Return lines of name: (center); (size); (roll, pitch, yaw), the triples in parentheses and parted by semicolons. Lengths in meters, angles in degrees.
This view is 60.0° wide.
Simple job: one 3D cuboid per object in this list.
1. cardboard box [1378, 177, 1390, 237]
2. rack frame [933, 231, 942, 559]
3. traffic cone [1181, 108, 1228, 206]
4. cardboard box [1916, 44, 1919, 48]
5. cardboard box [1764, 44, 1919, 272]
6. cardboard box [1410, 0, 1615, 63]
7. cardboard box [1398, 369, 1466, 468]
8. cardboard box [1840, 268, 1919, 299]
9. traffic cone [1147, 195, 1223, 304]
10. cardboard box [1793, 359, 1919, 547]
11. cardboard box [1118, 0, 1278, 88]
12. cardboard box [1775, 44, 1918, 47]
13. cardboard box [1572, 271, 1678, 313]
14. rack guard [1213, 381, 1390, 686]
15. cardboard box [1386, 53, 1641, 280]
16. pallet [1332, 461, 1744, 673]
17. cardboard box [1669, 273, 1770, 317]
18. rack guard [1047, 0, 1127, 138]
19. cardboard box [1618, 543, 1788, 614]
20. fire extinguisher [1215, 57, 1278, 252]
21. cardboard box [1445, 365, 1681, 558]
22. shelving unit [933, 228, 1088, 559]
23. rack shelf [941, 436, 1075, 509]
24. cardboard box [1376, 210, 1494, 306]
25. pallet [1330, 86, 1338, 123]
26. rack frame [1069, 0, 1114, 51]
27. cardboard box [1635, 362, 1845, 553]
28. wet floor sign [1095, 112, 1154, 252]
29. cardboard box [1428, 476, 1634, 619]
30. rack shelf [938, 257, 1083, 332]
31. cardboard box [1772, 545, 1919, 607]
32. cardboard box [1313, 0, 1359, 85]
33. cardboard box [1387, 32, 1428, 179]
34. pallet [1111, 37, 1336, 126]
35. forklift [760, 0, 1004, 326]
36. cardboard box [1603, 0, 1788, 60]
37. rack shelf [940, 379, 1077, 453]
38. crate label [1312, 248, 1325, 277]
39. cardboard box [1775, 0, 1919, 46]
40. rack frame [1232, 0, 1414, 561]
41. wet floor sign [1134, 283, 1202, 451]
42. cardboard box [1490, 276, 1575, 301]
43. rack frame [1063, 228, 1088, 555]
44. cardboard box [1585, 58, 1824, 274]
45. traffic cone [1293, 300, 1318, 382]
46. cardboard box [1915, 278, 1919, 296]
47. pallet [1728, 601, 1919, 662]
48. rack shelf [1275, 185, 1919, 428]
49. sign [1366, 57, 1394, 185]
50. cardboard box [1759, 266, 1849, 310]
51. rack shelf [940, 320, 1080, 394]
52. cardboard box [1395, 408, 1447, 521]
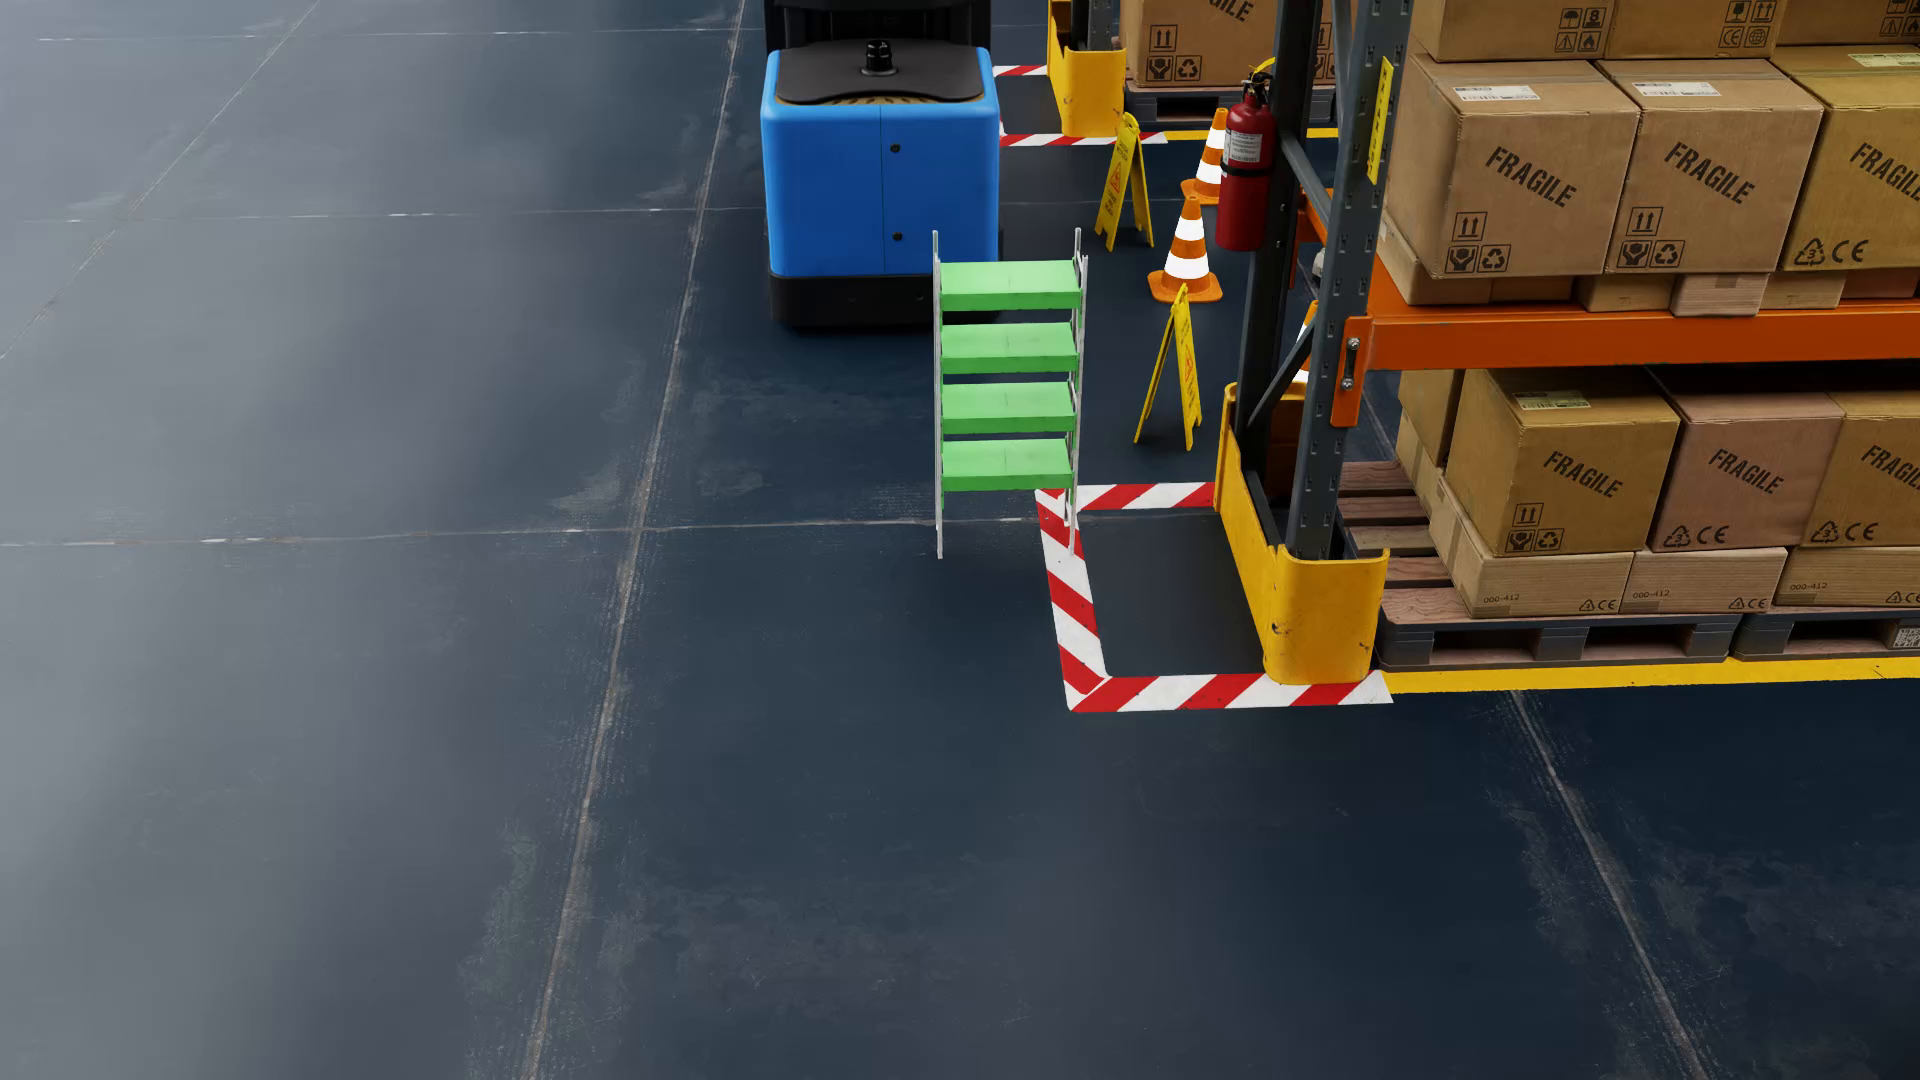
cardboard box: (1.468, -1.110, 5.439); (0.250, 0.149, 0.380); (0, 35, -1)
rack frame: (-0.079, -0.491, 5.905); (0.015, 1.200, 0.240); (-2, 35, -2)
traffic cone: (1.367, -2.057, 8.815); (0.334, 0.463, 0.336); (-2, 35, -2)
cardboard box: (3.125, -1.149, 4.925); (0.500, 0.500, 0.500); (-2, 35, -3)
cardboard box: (2.617, -1.131, 4.899); (0.500, 0.500, 0.500); (-2, 35, -3)
cardboard box: (1.605, -1.794, 4.979); (0.500, 0.500, 0.700); (-2, 35, -3)
cardboard box: (1.893, -0.602, 5.872); (0.500, 0.500, 0.500); (-1, 35, -2)
cardboard box: (2.748, -0.894, 5.127); (0.250, 0.149, 0.380); (0, 35, -1)
traffic cone: (1.081, -1.405, 7.874); (0.334, 0.463, 0.336); (-2, 35, -2)
cardboard box: (2.971, -0.323, 5.469); (0.500, 0.500, 0.500); (-1, 35, -1)
cardboard box: (1.444, -3.248, 9.805); (0.875, 0.875, 0.875); (-1, 35, -2)
cardboard box: (2.634, -1.439, 5.344); (0.500, 0.500, 0.500); (-2, 35, -2)
cardboard box: (1.974, -0.846, 5.057); (0.250, 0.149, 0.380); (-3, 35, -4)
rack guard: (1.181, -0.056, 5.892); (0.348, 0.500, 1.175); (-2, 35, -2)
cardboard box: (1.591, -1.100, 4.855); (0.500, 0.500, 0.500); (-2, 35, -3)
pallet: (1.994, 0.061, 5.976); (1.213, 0.211, 1.003); (-2, 35, -2)
cardboard box: (2.230, -0.827, 5.029); (0.250, 0.149, 0.380); (-1, 35, -1)
rack guard: (0.745, -2.864, 9.950); (0.348, 0.500, 1.175); (-2, 35, -2)
cardboard box: (2.434, 0.002, 5.658); (0.500, 0.250, 0.500); (0, 35, -1)
fire extinguisher: (0.968, -1.309, 5.573); (0.183, 0.674, 0.296); (-2, 35, -2)
cardboard box: (1.947, -0.298, 5.433); (0.500, 0.500, 0.500); (-3, 35, -4)
shelving unit: (0.165, -0.498, 5.915); (0.503, 1.200, 0.258); (-2, 35, -2)
rack shelf: (0.165, -0.248, 6.088); (0.480, 0.148, 0.258); (-2, 35, -2)
cardboard box: (1.454, -0.870, 5.092); (0.250, 0.149, 0.380); (-1, 35, -2)
pallet: (2.780, -2.843, 10.173); (1.213, 0.211, 1.003); (-2, 35, -2)
rack frame: (0.769, -3.893, 9.239); (0.127, 3.000, 1.000); (-2, 35, -2)
cardboard box: (2.469, -0.314, 5.457); (0.500, 0.500, 0.500); (-3, 35, -4)
wet floor sign: (0.834, -1.799, 8.282); (0.232, 0.644, 0.267); (-7, 35, -10)
cardboard box: (1.923, 0.012, 5.645); (0.500, 0.250, 0.500); (-2, 35, -3)
rack shelf: (0.165, -0.840, 5.678); (0.480, 0.148, 0.258); (-2, 35, -2)
cardboard box: (2.978, -0.020, 5.690); (0.500, 0.250, 0.500); (1, 35, 1)
cardboard box: (2.322, -3.273, 9.841); (0.875, 0.875, 0.875); (-2, 35, -3)
cardboard box: (1.634, -1.417, 5.312); (0.500, 0.500, 0.500); (-2, 35, -3)
pallet: (1.564, -2.812, 10.128); (1.213, 0.211, 1.003); (-2, 35, -2)
forklift: (-0.407, -2.984, 7.985); (1.130, 2.935, 3.031); (-2, 35, -2)
cardboard box: (2.110, -1.804, 4.993); (0.500, 0.500, 0.700); (-1, 35, -2)
rack shelf: (0.165, -0.445, 5.951); (0.480, 0.148, 0.258); (-2, 35, -2)
crate label: (1.863, -1.328, 8.048); (0.298, 0.136, 0.250); (-20, 39, -26)
cardboard box: (2.615, -1.876, 5.097); (0.500, 0.500, 0.700); (-2, 35, -3)
rack frame: (1.105, -1.082, 5.177); (0.127, 3.000, 1.000); (-2, 35, -2)
wet floor sign: (0.864, -0.717, 6.719); (0.232, 0.644, 0.267); (10, 36, 14)
cardboard box: (1.705, -0.885, 5.114); (0.250, 0.149, 0.380); (-1, 35, -2)
rack frame: (0.409, -0.504, 5.924); (0.015, 1.200, 0.240); (-2, 35, -2)
cardboard box: (2.108, -1.116, 4.878); (0.500, 0.500, 0.500); (-1, 35, -1)
traffic cone: (1.473, -0.784, 6.976); (0.334, 0.463, 0.336); (-2, 35, -2)
cardboard box: (3.012, -0.884, 5.113); (0.250, 0.149, 0.380); (-2, 35, -3)
pallet: (3.209, 0.030, 6.022); (1.213, 0.211, 1.003); (-2, 35, -2)
rack shelf: (3.102, -0.840, 5.460); (4.000, 0.370, 1.077); (-2, 35, -2)
sign: (1.130, -1.129, 4.485); (0.005, 0.325, 0.100); (-2, 35, -2)
cardboard box: (2.487, -0.853, 5.067); (0.250, 0.149, 0.380); (-1, 35, -1)
rack shelf: (0.165, -0.643, 5.815); (0.480, 0.148, 0.258); (-2, 35, -2)
cardboard box: (1.923, -0.299, 6.094); (0.500, 0.250, 0.500); (-2, 35, -2)
